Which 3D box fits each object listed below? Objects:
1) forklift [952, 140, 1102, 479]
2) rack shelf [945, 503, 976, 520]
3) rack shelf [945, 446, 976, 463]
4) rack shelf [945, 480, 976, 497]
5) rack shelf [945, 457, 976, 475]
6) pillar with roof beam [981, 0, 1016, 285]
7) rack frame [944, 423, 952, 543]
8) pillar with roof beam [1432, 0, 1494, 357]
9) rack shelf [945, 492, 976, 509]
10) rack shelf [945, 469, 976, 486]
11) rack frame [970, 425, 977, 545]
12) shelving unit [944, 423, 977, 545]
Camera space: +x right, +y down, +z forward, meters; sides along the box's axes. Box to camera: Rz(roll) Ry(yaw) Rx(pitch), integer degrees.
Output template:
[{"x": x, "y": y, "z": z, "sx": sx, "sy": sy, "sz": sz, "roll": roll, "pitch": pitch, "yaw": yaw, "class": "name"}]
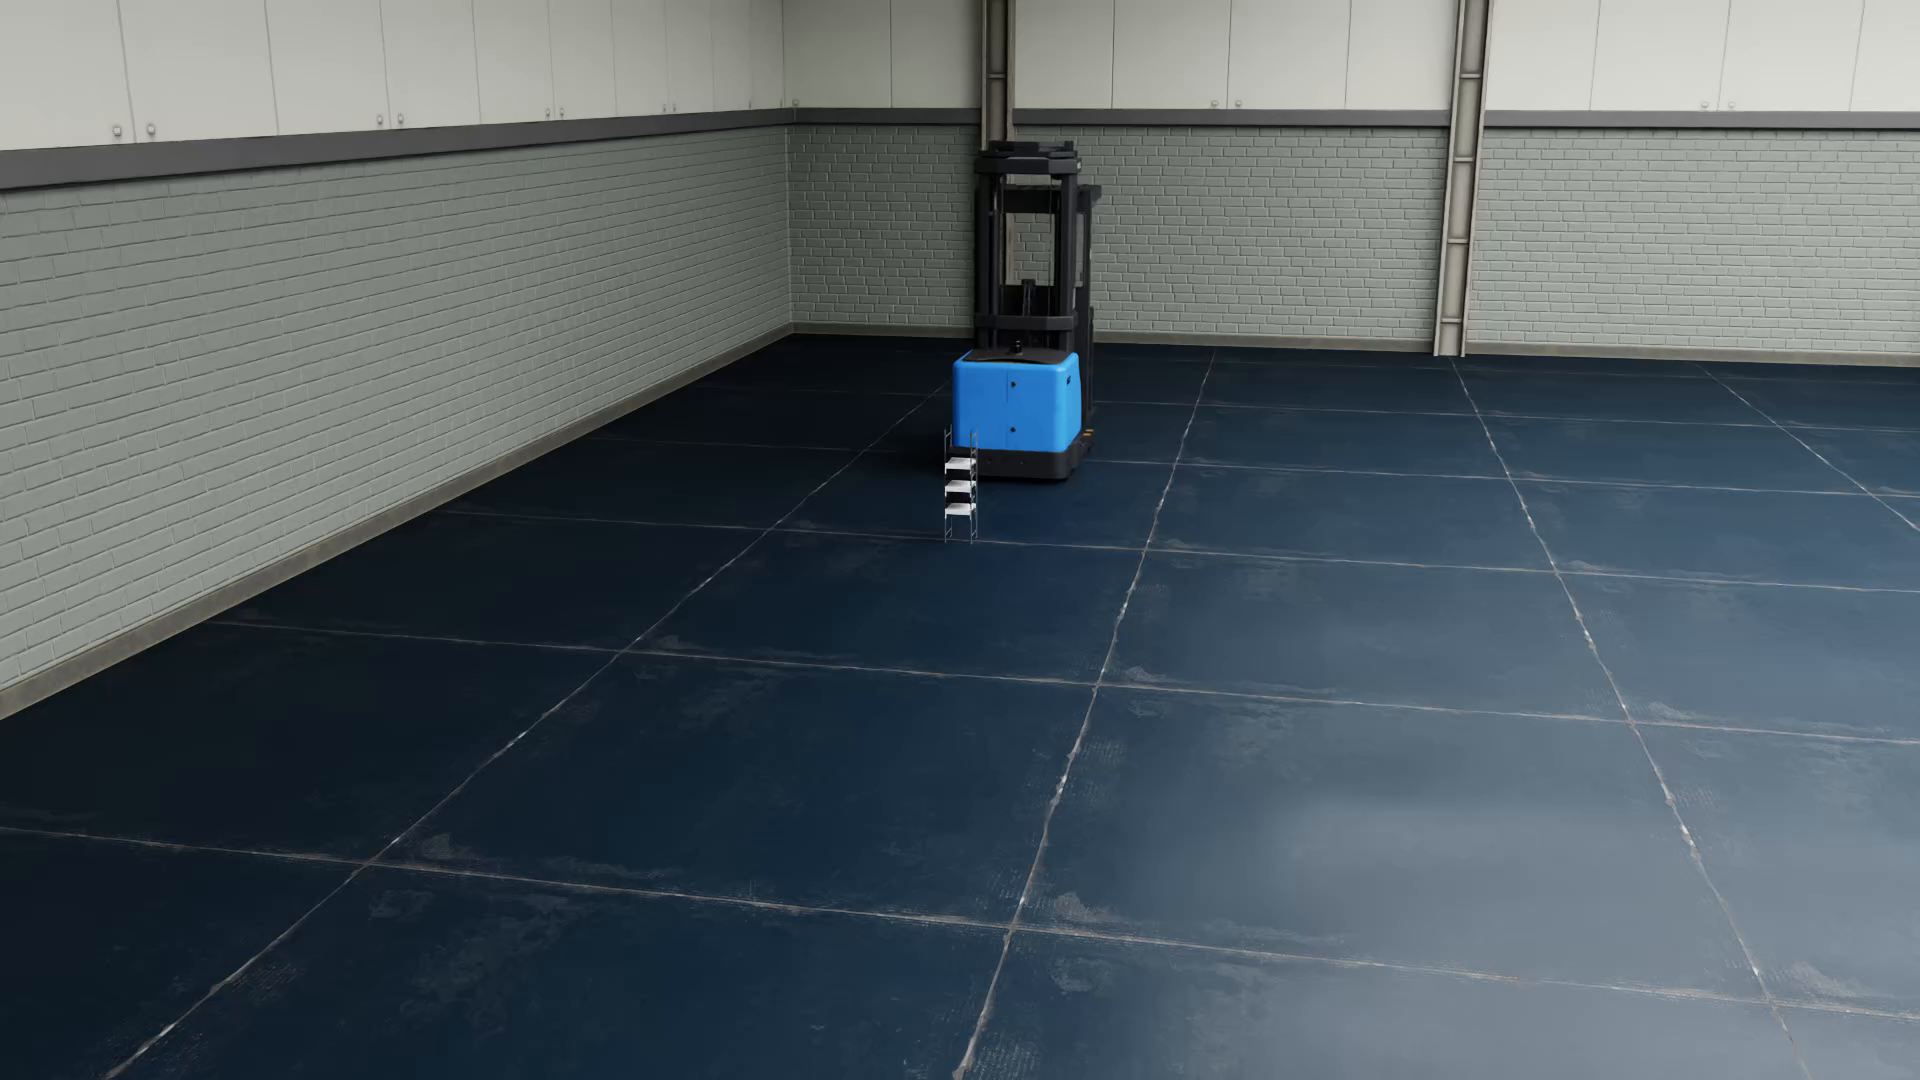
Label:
[{"x": 0.727, "y": -2.298, "z": 15.799, "sx": 1.130, "sy": 2.935, "sz": 3.031, "roll": 3, "pitch": 16, "yaw": 12, "class": "forklift"}, {"x": 0.008, "y": -0.228, "z": 12.927, "sx": 0.200, "sy": 0.077, "sz": 0.258, "roll": 3, "pitch": 16, "yaw": 11, "class": "rack shelf"}, {"x": 0.008, "y": -0.661, "z": 12.807, "sx": 0.200, "sy": 0.077, "sz": 0.258, "roll": 3, "pitch": 16, "yaw": 11, "class": "rack shelf"}, {"x": 0.008, "y": -0.401, "z": 12.879, "sx": 0.200, "sy": 0.077, "sz": 0.258, "roll": 3, "pitch": 16, "yaw": 11, "class": "rack shelf"}, {"x": 0.008, "y": -0.575, "z": 12.831, "sx": 0.200, "sy": 0.077, "sz": 0.258, "roll": 3, "pitch": 16, "yaw": 11, "class": "rack shelf"}, {"x": -0.350, "y": -5.958, "z": 17.644, "sx": 0.400, "sy": 9.000, "sz": 9.100, "roll": 3, "pitch": 16, "yaw": 11, "class": "pillar with roof beam"}, {"x": -0.092, "y": -0.439, "z": 12.890, "sx": 0.006, "sy": 0.900, "sz": 0.240, "roll": 3, "pitch": 16, "yaw": 11, "class": "rack frame"}, {"x": 5.530, "y": -5.639, "z": 16.492, "sx": 0.400, "sy": 9.000, "sz": 9.100, "roll": 3, "pitch": 16, "yaw": 11, "class": "pillar with roof beam"}, {"x": 0.008, "y": -0.314, "z": 12.903, "sx": 0.200, "sy": 0.077, "sz": 0.258, "roll": 3, "pitch": 16, "yaw": 11, "class": "rack shelf"}, {"x": 0.008, "y": -0.488, "z": 12.855, "sx": 0.200, "sy": 0.077, "sz": 0.258, "roll": 3, "pitch": 16, "yaw": 11, "class": "rack shelf"}, {"x": 0.108, "y": -0.428, "z": 12.851, "sx": 0.006, "sy": 0.900, "sz": 0.240, "roll": 3, "pitch": 16, "yaw": 11, "class": "rack frame"}, {"x": 0.008, "y": -0.433, "z": 12.870, "sx": 0.210, "sy": 0.900, "sz": 0.258, "roll": 3, "pitch": 16, "yaw": 11, "class": "shelving unit"}]
